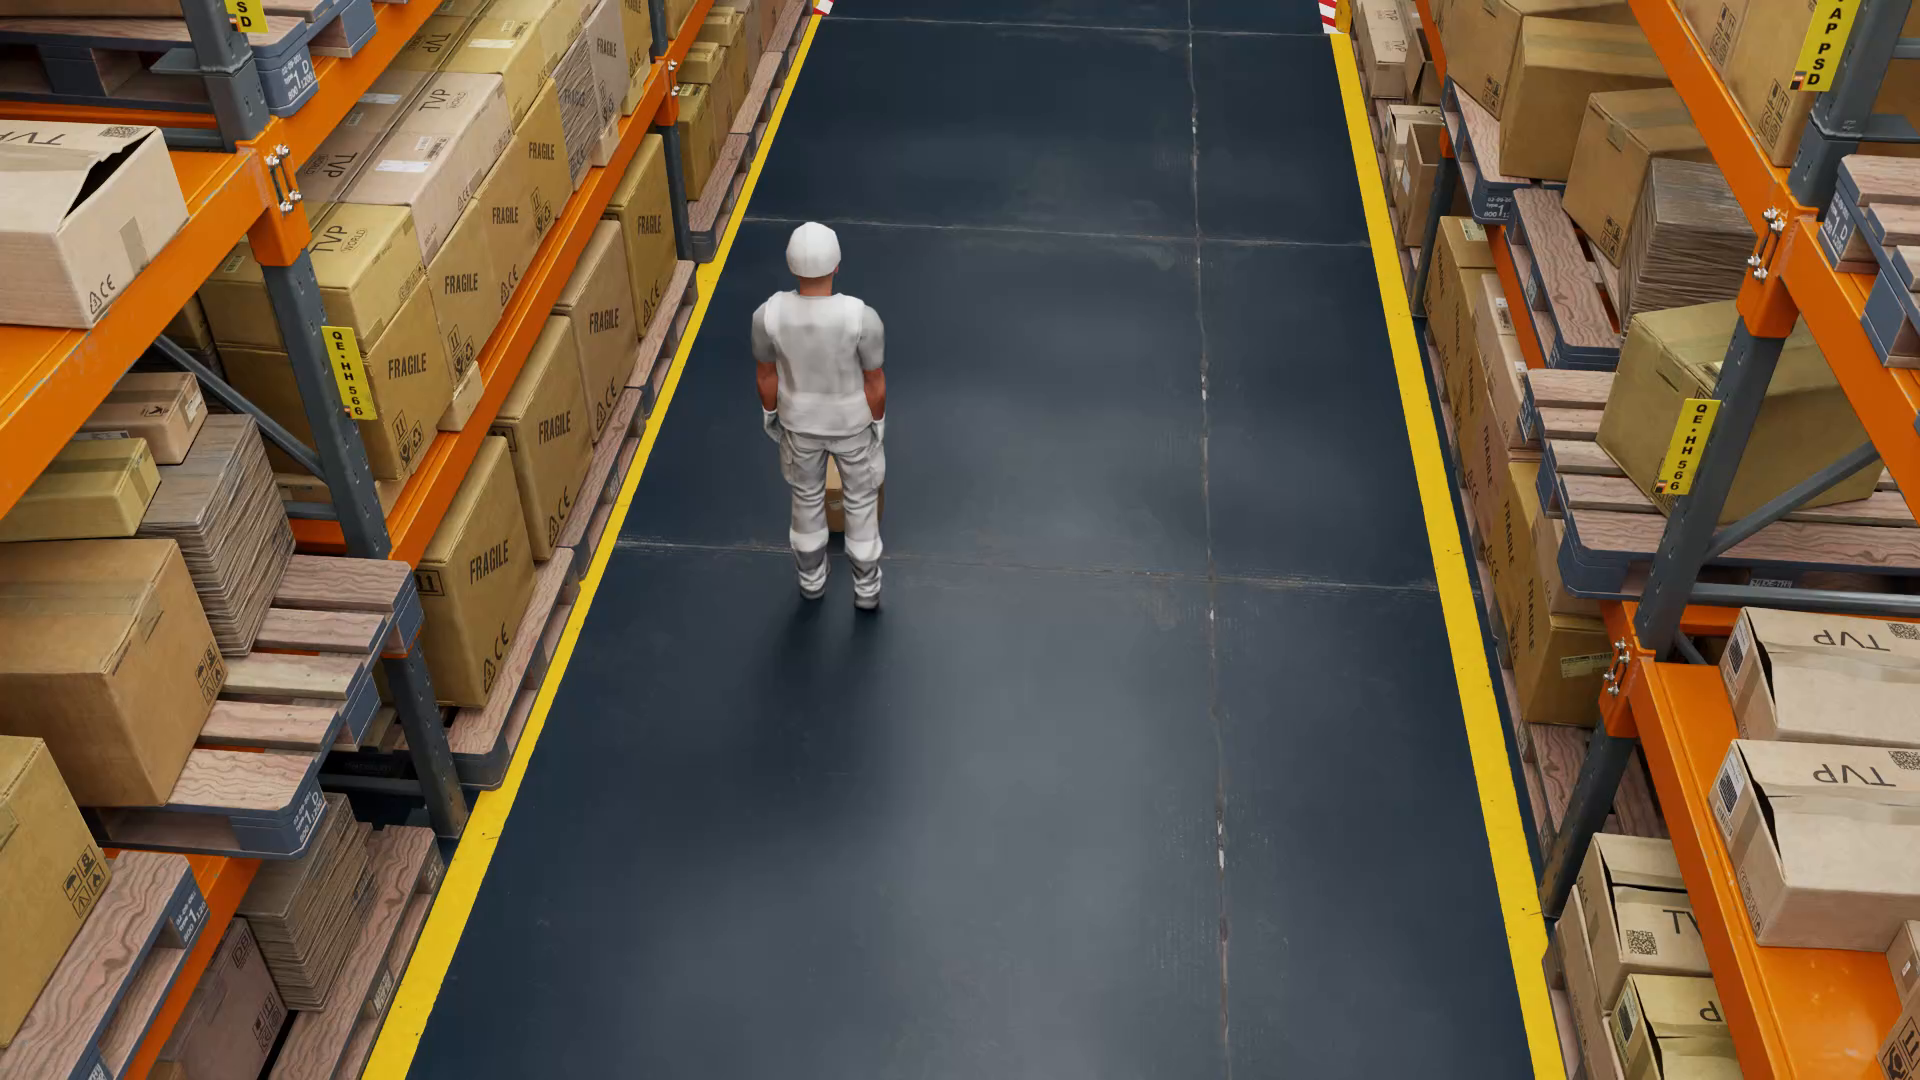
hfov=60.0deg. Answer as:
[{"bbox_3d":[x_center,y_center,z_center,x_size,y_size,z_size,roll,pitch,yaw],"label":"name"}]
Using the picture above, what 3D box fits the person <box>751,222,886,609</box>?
[{"bbox_3d":[-0.543,-0.474,6.747,0.524,1.836,0.353,4,40,5],"label":"person"}]
